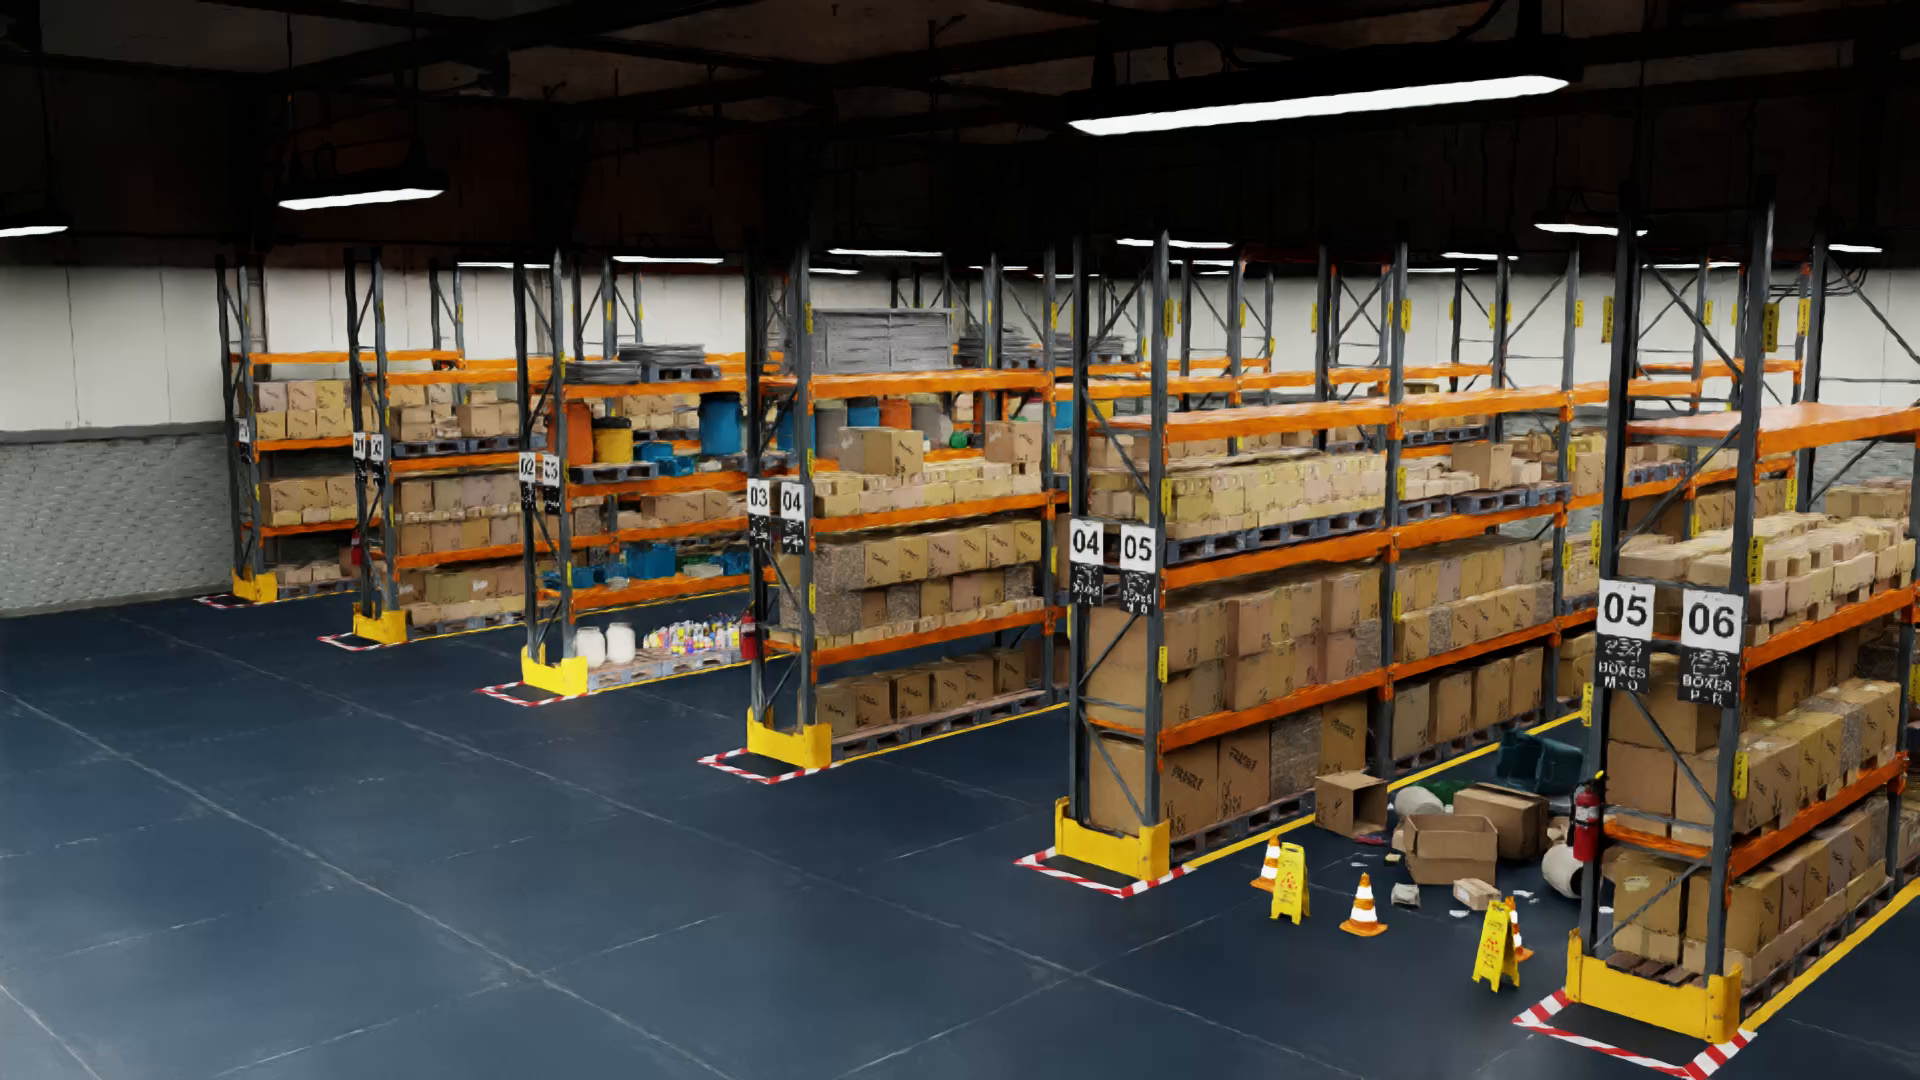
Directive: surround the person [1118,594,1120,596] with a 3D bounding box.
[{"bbox_3d":[2.162,1.371,20.882,0.708,1.702,0.843,4,9,28],"label":"person"}]
